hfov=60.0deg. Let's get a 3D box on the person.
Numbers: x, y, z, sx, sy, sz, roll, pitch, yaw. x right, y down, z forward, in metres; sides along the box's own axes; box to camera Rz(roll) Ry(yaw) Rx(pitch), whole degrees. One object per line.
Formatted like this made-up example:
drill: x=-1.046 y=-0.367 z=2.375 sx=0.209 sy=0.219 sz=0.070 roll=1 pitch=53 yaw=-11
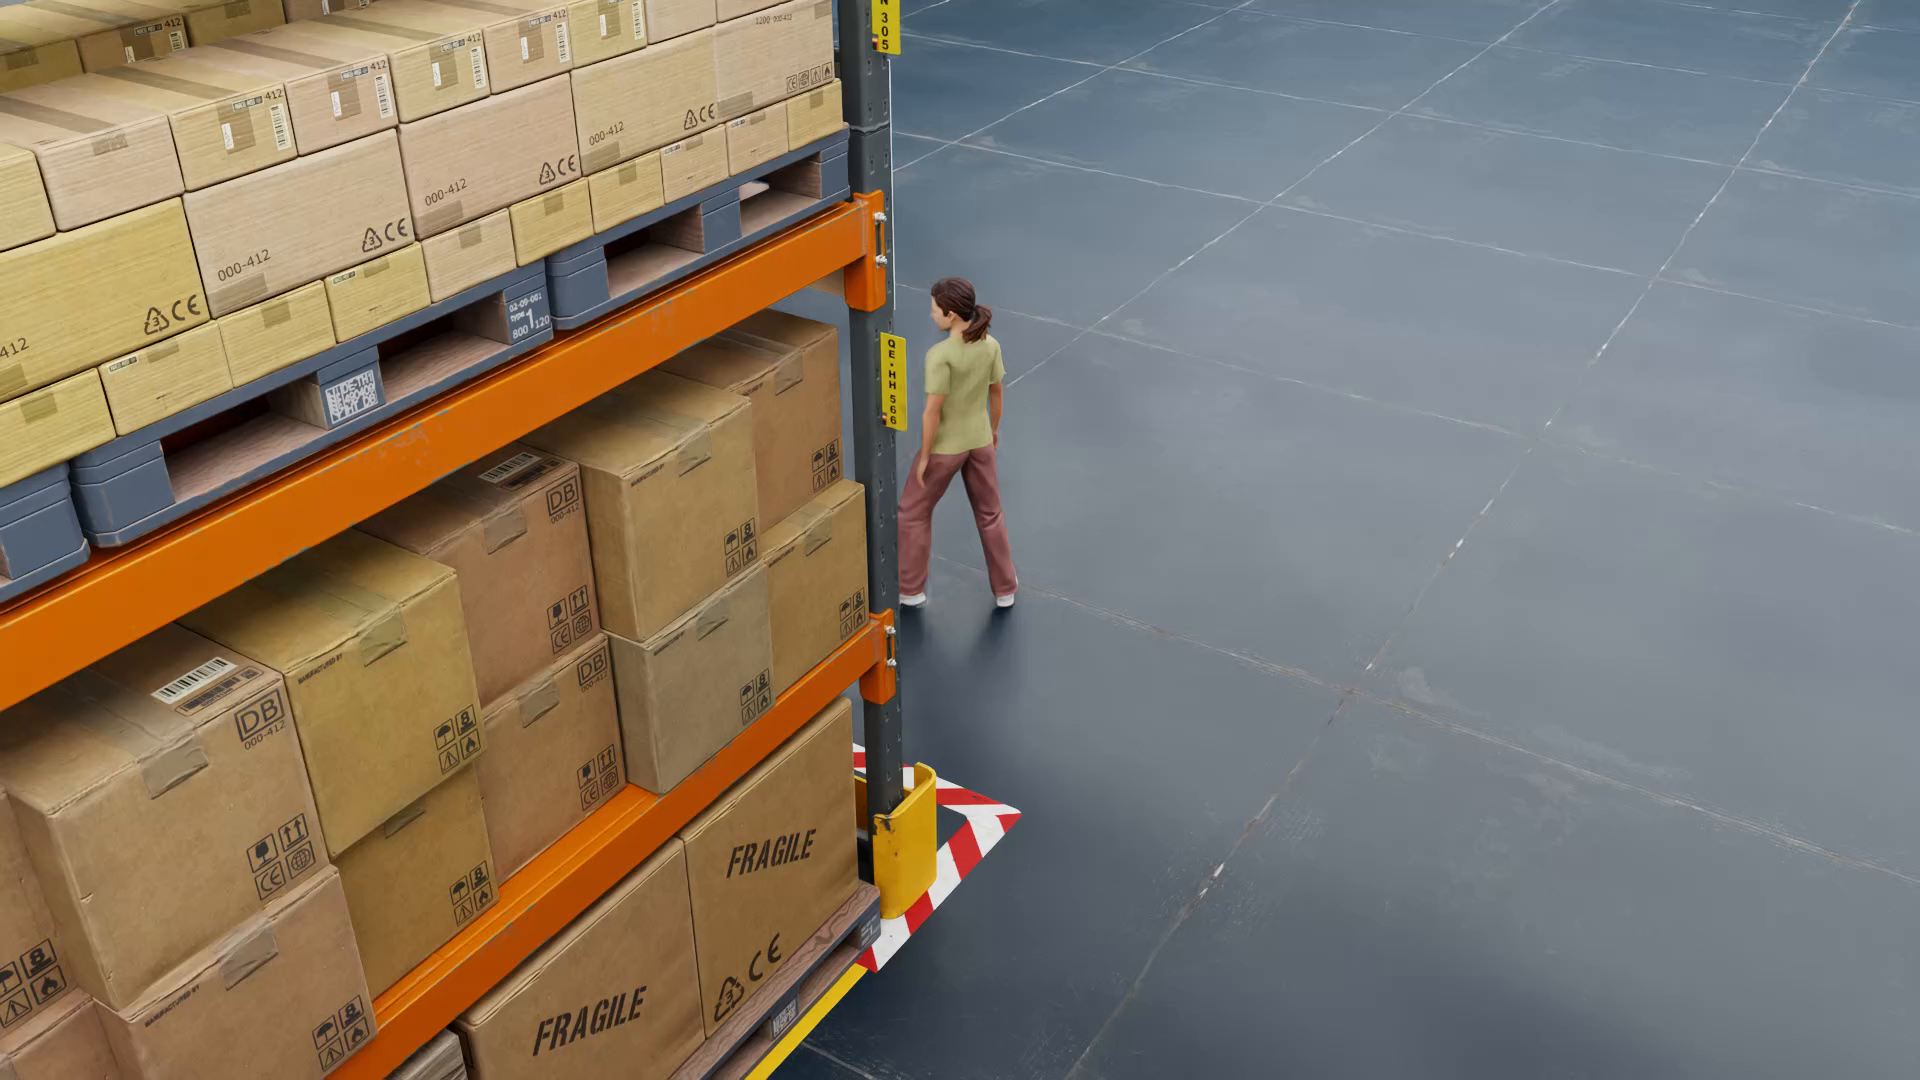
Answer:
person: x=-0.022 y=-0.426 z=7.861 sx=0.651 sy=1.708 sz=0.517 roll=-18 pitch=35 yaw=-28
